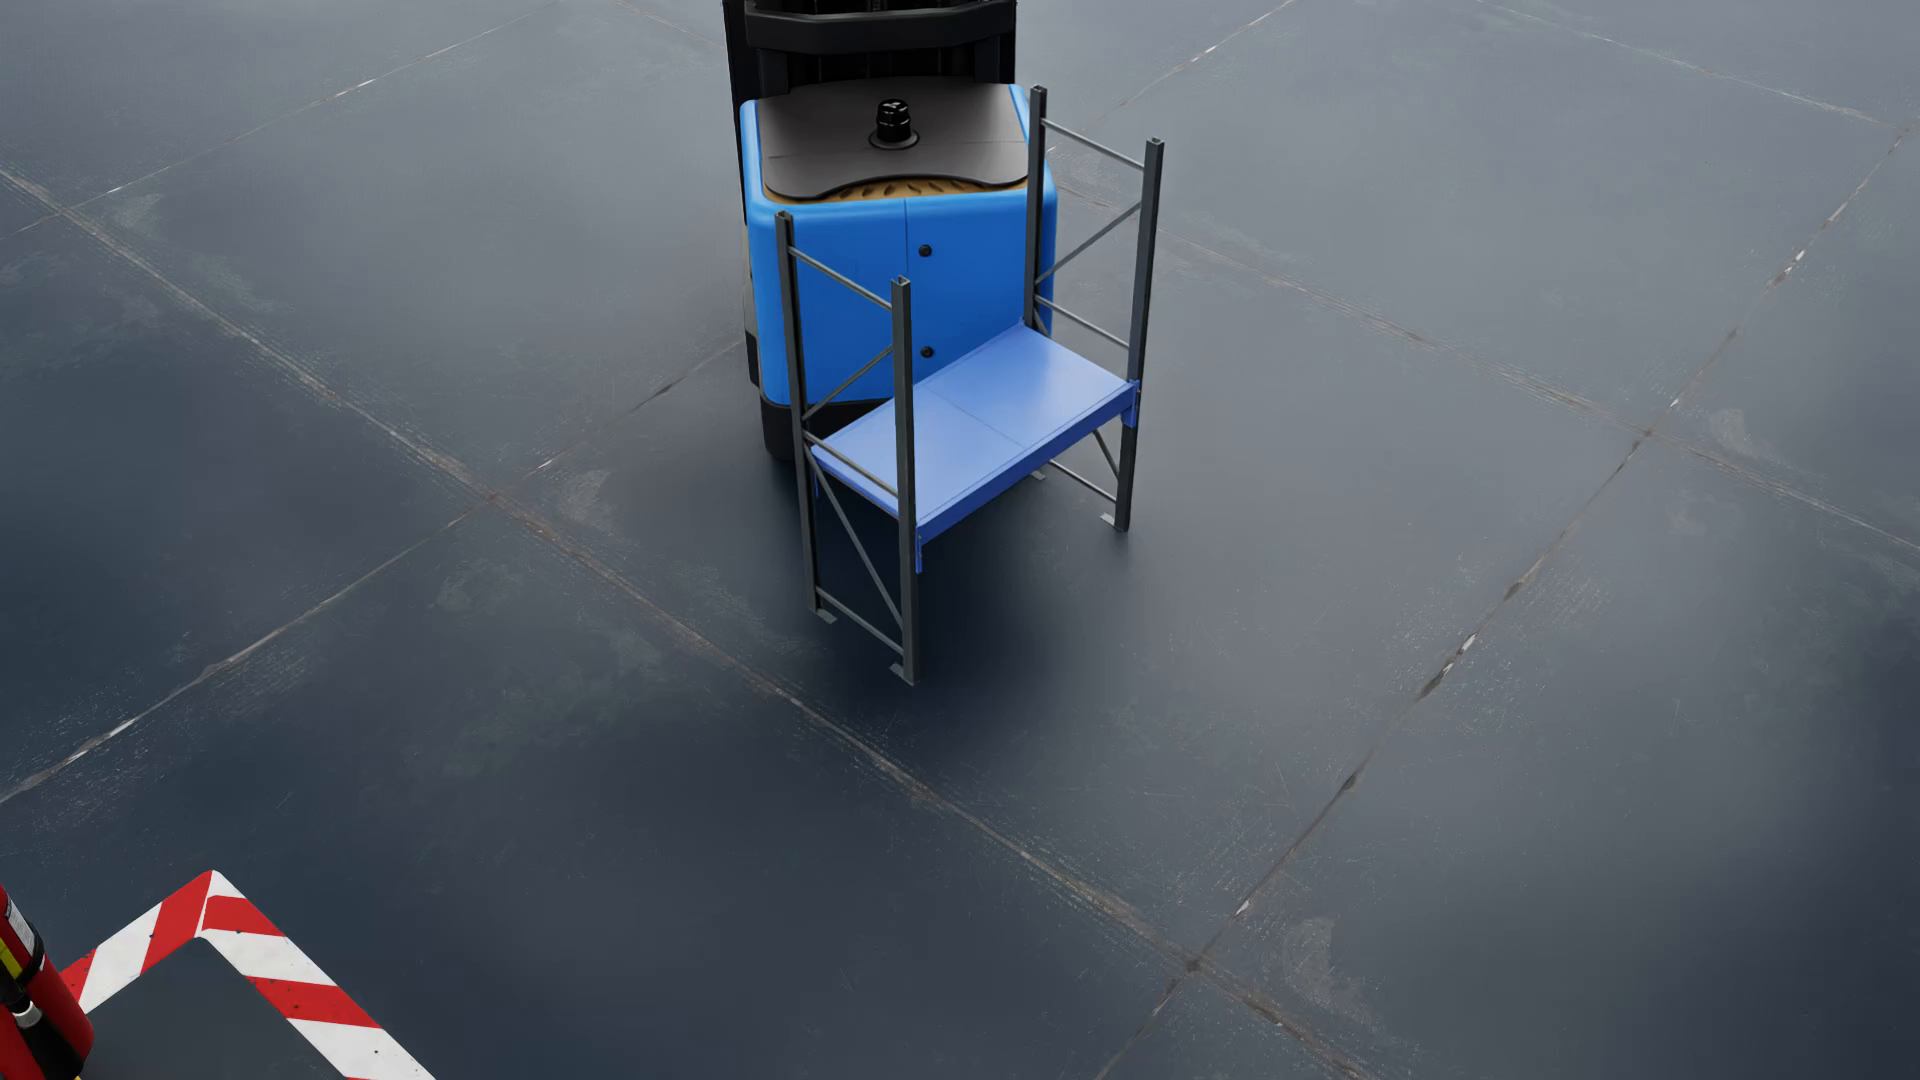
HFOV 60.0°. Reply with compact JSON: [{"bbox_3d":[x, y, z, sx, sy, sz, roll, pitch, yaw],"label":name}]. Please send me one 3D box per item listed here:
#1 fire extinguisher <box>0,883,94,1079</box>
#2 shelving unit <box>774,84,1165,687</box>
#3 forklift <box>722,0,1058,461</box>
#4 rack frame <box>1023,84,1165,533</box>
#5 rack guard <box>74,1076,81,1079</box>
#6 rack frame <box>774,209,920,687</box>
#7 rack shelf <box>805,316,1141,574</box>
[{"bbox_3d":[-1.674,0.689,2.820,0.296,0.674,0.183,29,50,28],"label":"fire extinguisher"},{"bbox_3d":[0.043,-0.460,5.141,0.538,1.500,1.048,34,52,31],"label":"shelving unit"},{"bbox_3d":[-0.366,-2.360,6.167,1.130,2.935,3.031,-5,43,-5],"label":"forklift"},{"bbox_3d":[0.400,-0.703,5.408,0.500,1.500,0.032,34,52,31],"label":"rack frame"},{"bbox_3d":[-2.090,1.433,3.803,1.175,0.500,0.348,29,50,28],"label":"rack guard"},{"bbox_3d":[-0.314,-0.216,4.873,0.500,1.500,0.032,34,52,31],"label":"rack frame"},{"bbox_3d":[0.043,-0.327,5.262,0.538,0.185,1.000,34,52,31],"label":"rack shelf"}]
